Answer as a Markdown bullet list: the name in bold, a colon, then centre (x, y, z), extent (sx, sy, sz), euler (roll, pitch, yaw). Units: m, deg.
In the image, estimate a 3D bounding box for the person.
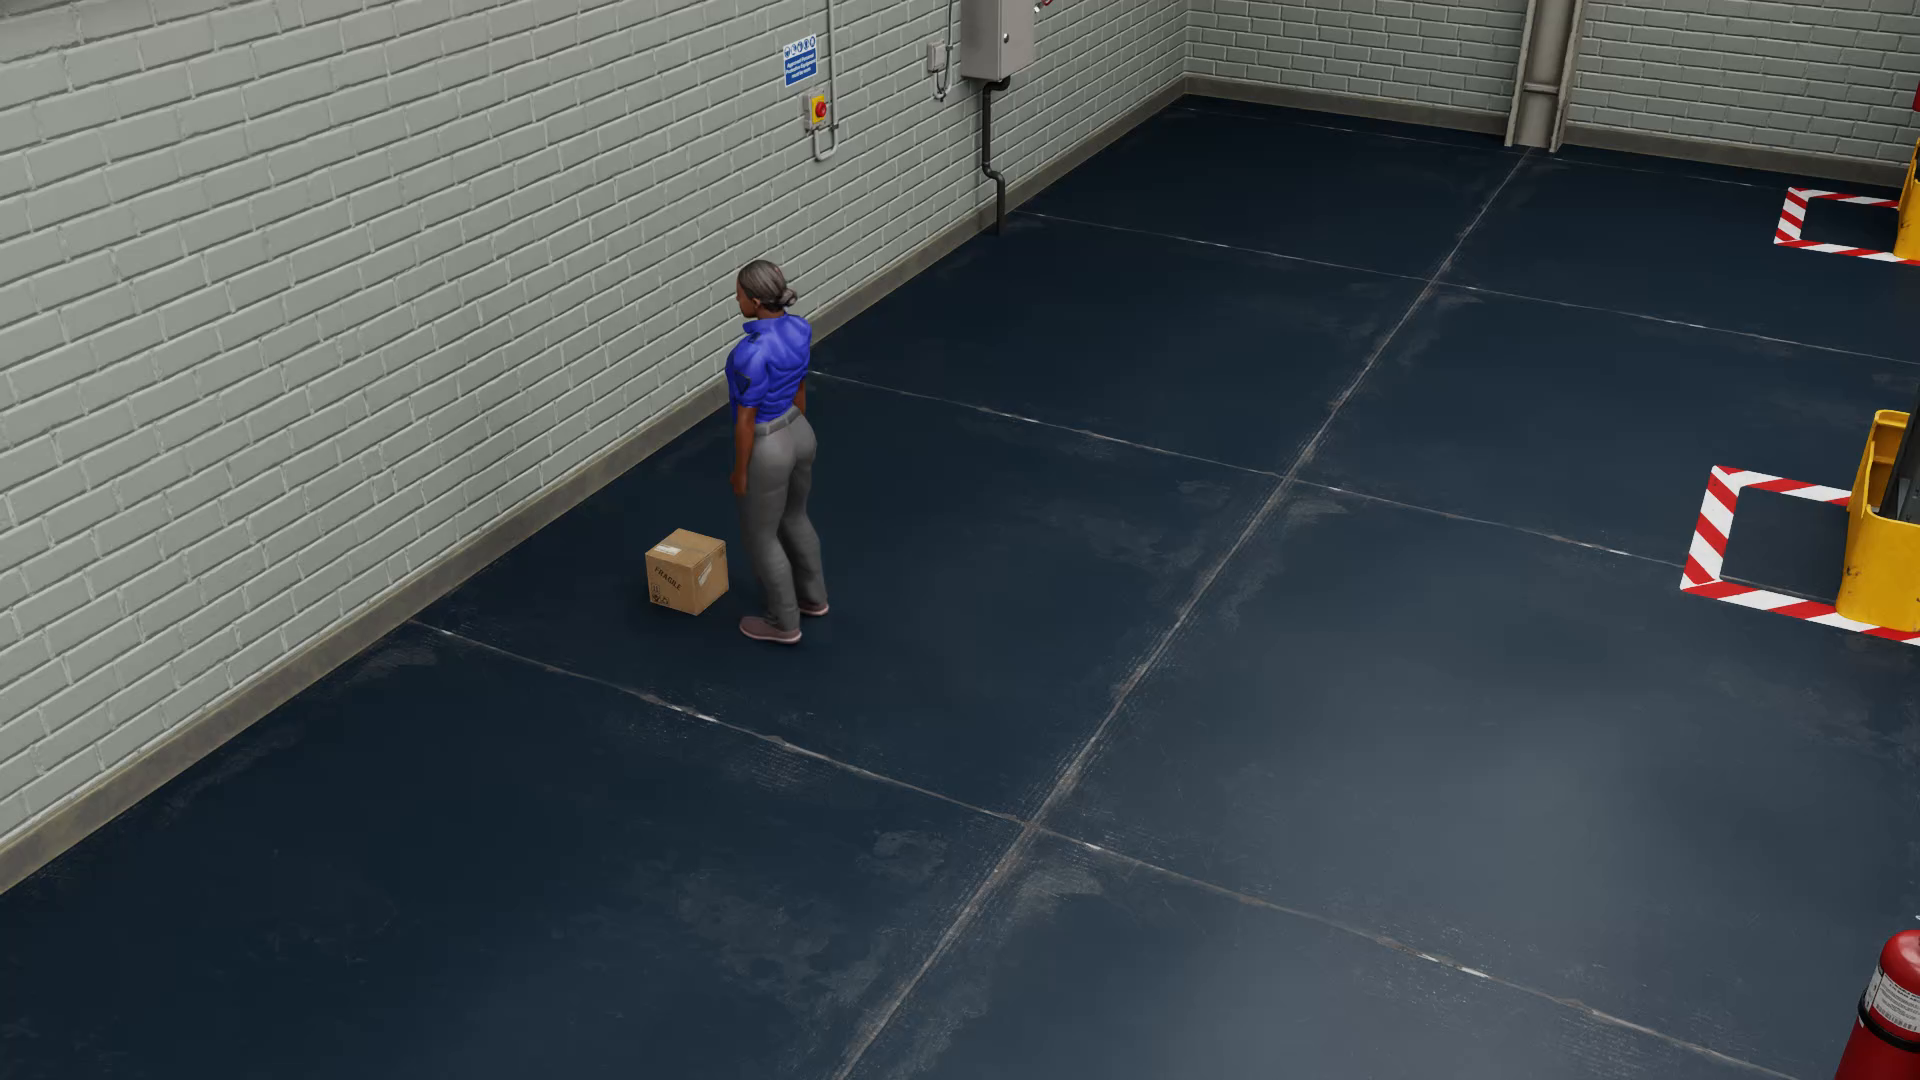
- **person**: centre (-0.769, -0.351, 6.743), extent (0.307, 1.656, 0.436), euler (15, 34, 24)
